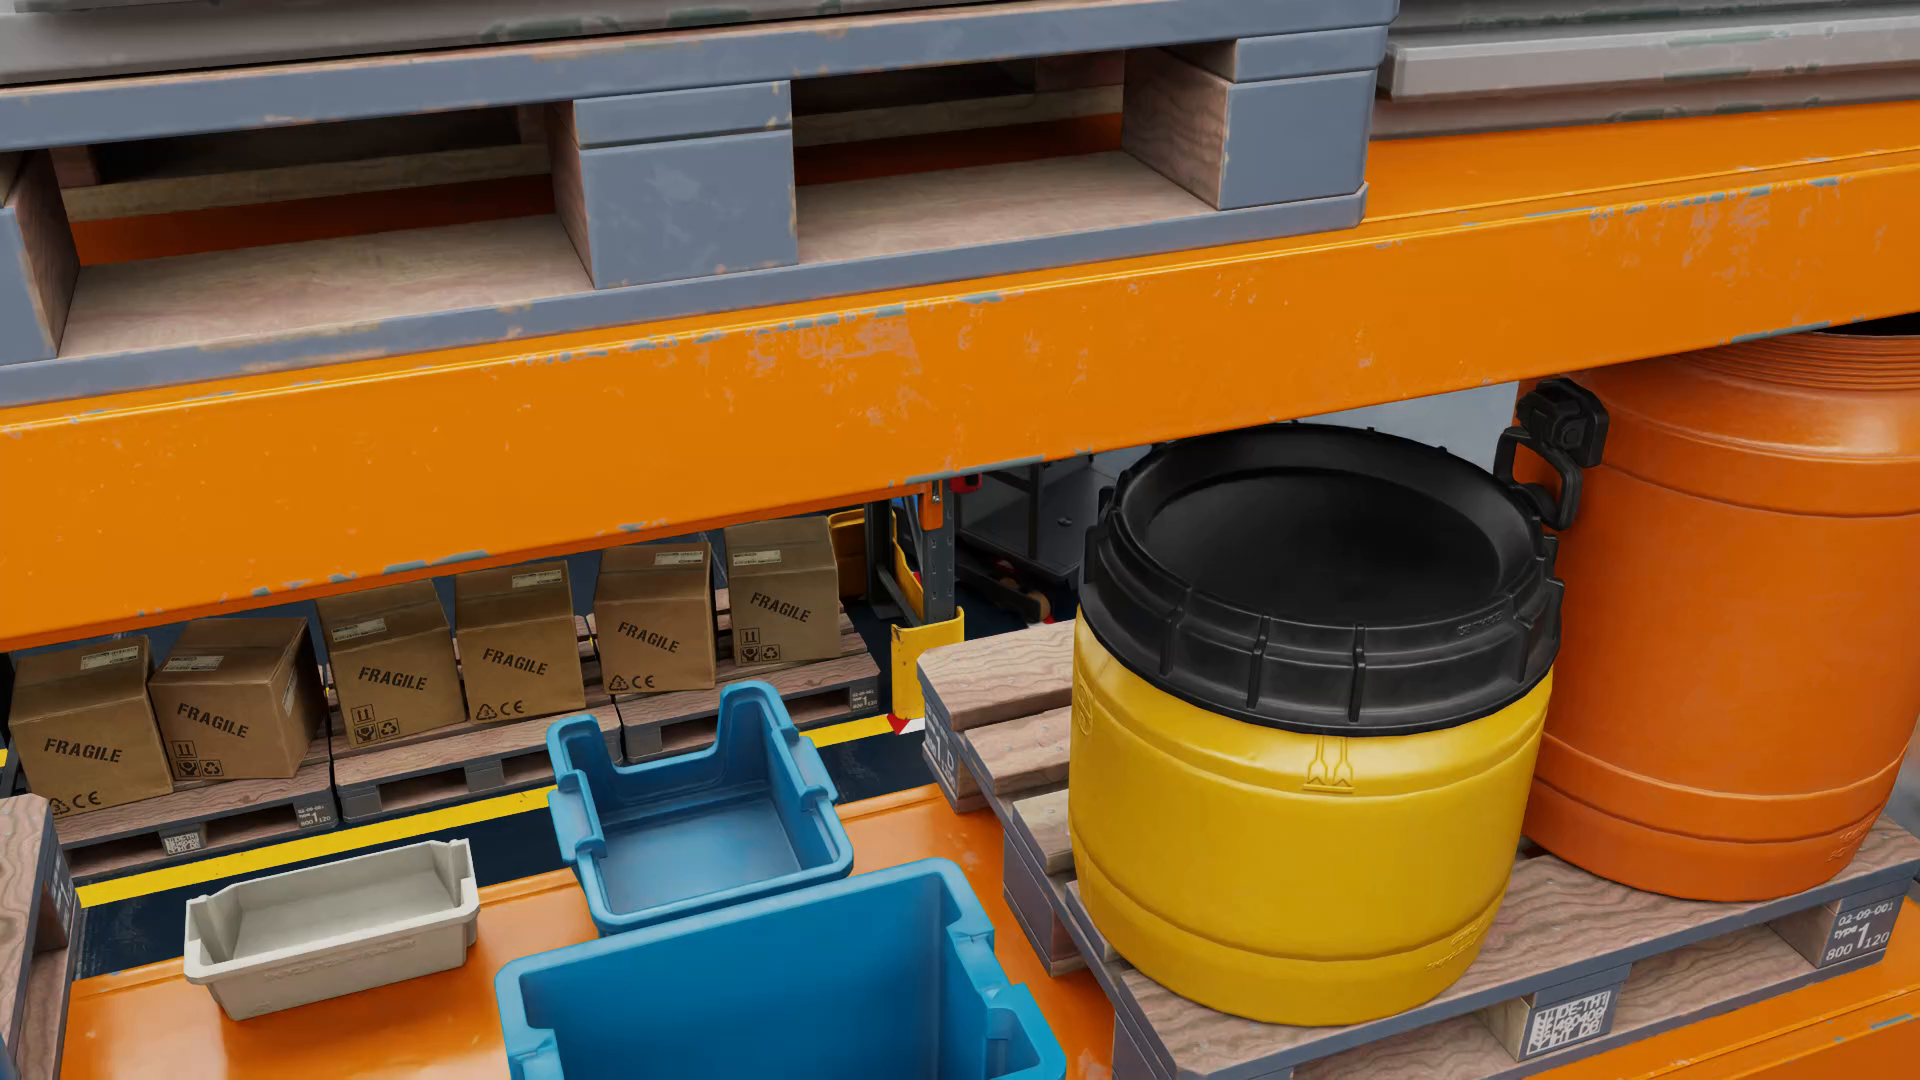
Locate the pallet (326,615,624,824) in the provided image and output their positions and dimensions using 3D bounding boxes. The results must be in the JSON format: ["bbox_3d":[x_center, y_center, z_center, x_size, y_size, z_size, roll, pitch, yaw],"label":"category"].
[{"bbox_3d":[-2.243,0.792,7.647,1.213,0.211,1.003,-10,31,-18],"label":"pallet"}]

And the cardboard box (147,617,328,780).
[{"bbox_3d":[-3.082,0.676,7.134,0.500,0.500,0.500,-1,30,-2],"label":"cardboard box"}]

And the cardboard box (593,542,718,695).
[{"bbox_3d":[-1.395,0.358,7.693,0.500,0.500,0.500,-3,30,-5],"label":"cardboard box"}]

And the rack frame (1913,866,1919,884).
[{"bbox_3d":[1.471,1.533,3.530,0.127,3.000,1.000,-10,31,-18],"label":"rack frame"}]

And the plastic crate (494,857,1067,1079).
[{"bbox_3d":[-0.211,0.705,1.968,0.575,0.384,0.392,-10,31,-18],"label":"plastic crate"}]

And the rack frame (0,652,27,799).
[{"bbox_3d":[-4.005,-0.075,6.351,0.127,3.000,1.000,-10,31,-18],"label":"rack frame"}]

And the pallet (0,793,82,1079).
[{"bbox_3d":[-1.636,0.832,1.920,1.003,0.211,1.213,-10,31,-18],"label":"pallet"}]

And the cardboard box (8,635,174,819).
[{"bbox_3d":[-3.616,0.778,6.955,0.500,0.500,0.500,-11,32,-19],"label":"cardboard box"}]

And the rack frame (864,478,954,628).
[{"bbox_3d":[-0.256,-0.765,7.563,0.127,3.000,1.000,-10,31,-18],"label":"rack frame"}]

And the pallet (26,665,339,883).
[{"bbox_3d":[-3.388,1.004,7.274,1.213,0.211,1.003,-10,31,-18],"label":"pallet"}]

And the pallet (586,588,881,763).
[{"bbox_3d":[-1.101,0.583,8.013,1.213,0.211,1.003,-10,31,-18],"label":"pallet"}]

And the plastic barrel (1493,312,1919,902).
[{"bbox_3d":[1.060,0.003,2.326,0.708,0.830,0.600,-10,31,-18],"label":"plastic barrel"}]

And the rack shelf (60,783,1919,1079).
[{"bbox_3d":[-0.403,0.887,2.359,4.000,0.370,1.077,-10,31,-18],"label":"rack shelf"}]

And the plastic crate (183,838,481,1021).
[{"bbox_3d":[-0.915,0.570,2.456,0.396,0.136,0.243,-10,31,-18],"label":"plastic crate"}]

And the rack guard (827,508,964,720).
[{"bbox_3d":[-0.327,0.334,8.159,0.348,0.500,1.175,-10,31,-18],"label":"rack guard"}]

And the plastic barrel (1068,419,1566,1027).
[{"bbox_3d":[0.447,0.221,2.188,0.600,0.588,0.600,0,30,0],"label":"plastic barrel"}]

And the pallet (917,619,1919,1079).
[{"bbox_3d":[0.662,0.409,2.663,1.213,0.211,1.003,-10,31,-18],"label":"pallet"}]

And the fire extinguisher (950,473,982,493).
[{"bbox_3d":[0.012,-0.538,7.242,0.183,0.674,0.296,-10,31,-18],"label":"fire extinguisher"}]

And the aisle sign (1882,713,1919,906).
[{"bbox_3d":[1.642,0.529,2.666,0.004,0.787,0.394,-10,31,-18],"label":"aisle sign"}]

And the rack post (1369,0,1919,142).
[{"bbox_3d":[0.718,-0.785,2.043,0.954,0.300,0.937,-7,30,-12],"label":"rack post"}]

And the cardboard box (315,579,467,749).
[{"bbox_3d":[-2.528,0.532,7.386,0.500,0.500,0.500,-13,32,-22],"label":"cardboard box"}]

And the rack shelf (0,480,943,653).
[{"bbox_3d":[-2.131,-0.107,7.135,4.000,0.370,1.077,-10,31,-18],"label":"rack shelf"}]

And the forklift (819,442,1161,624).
[{"bbox_3d":[0.521,-1.138,8.287,3.031,2.935,1.130,25,38,37],"label":"forklift"}]

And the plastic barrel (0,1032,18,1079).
[{"bbox_3d":[-1.308,0.397,1.561,0.708,0.901,0.600,-10,31,-18],"label":"plastic barrel"}]

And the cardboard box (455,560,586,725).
[{"bbox_3d":[-1.989,0.457,7.519,0.500,0.500,0.500,-8,31,-13],"label":"cardboard box"}]

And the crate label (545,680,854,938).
[{"bbox_3d":[-0.398,0.464,2.526,0.408,0.251,0.502,-10,31,-18],"label":"crate label"}]

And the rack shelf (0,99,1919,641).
[{"bbox_3d":[-0.403,-0.242,1.716,4.000,0.370,1.077,-10,31,-18],"label":"rack shelf"}]

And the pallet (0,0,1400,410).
[{"bbox_3d":[-0.370,-0.495,1.624,1.213,0.211,1.003,-10,31,-18],"label":"pallet"}]

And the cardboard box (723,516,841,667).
[{"bbox_3d":[-0.847,0.238,7.902,0.500,0.500,0.500,-5,30,-8],"label":"cardboard box"}]
